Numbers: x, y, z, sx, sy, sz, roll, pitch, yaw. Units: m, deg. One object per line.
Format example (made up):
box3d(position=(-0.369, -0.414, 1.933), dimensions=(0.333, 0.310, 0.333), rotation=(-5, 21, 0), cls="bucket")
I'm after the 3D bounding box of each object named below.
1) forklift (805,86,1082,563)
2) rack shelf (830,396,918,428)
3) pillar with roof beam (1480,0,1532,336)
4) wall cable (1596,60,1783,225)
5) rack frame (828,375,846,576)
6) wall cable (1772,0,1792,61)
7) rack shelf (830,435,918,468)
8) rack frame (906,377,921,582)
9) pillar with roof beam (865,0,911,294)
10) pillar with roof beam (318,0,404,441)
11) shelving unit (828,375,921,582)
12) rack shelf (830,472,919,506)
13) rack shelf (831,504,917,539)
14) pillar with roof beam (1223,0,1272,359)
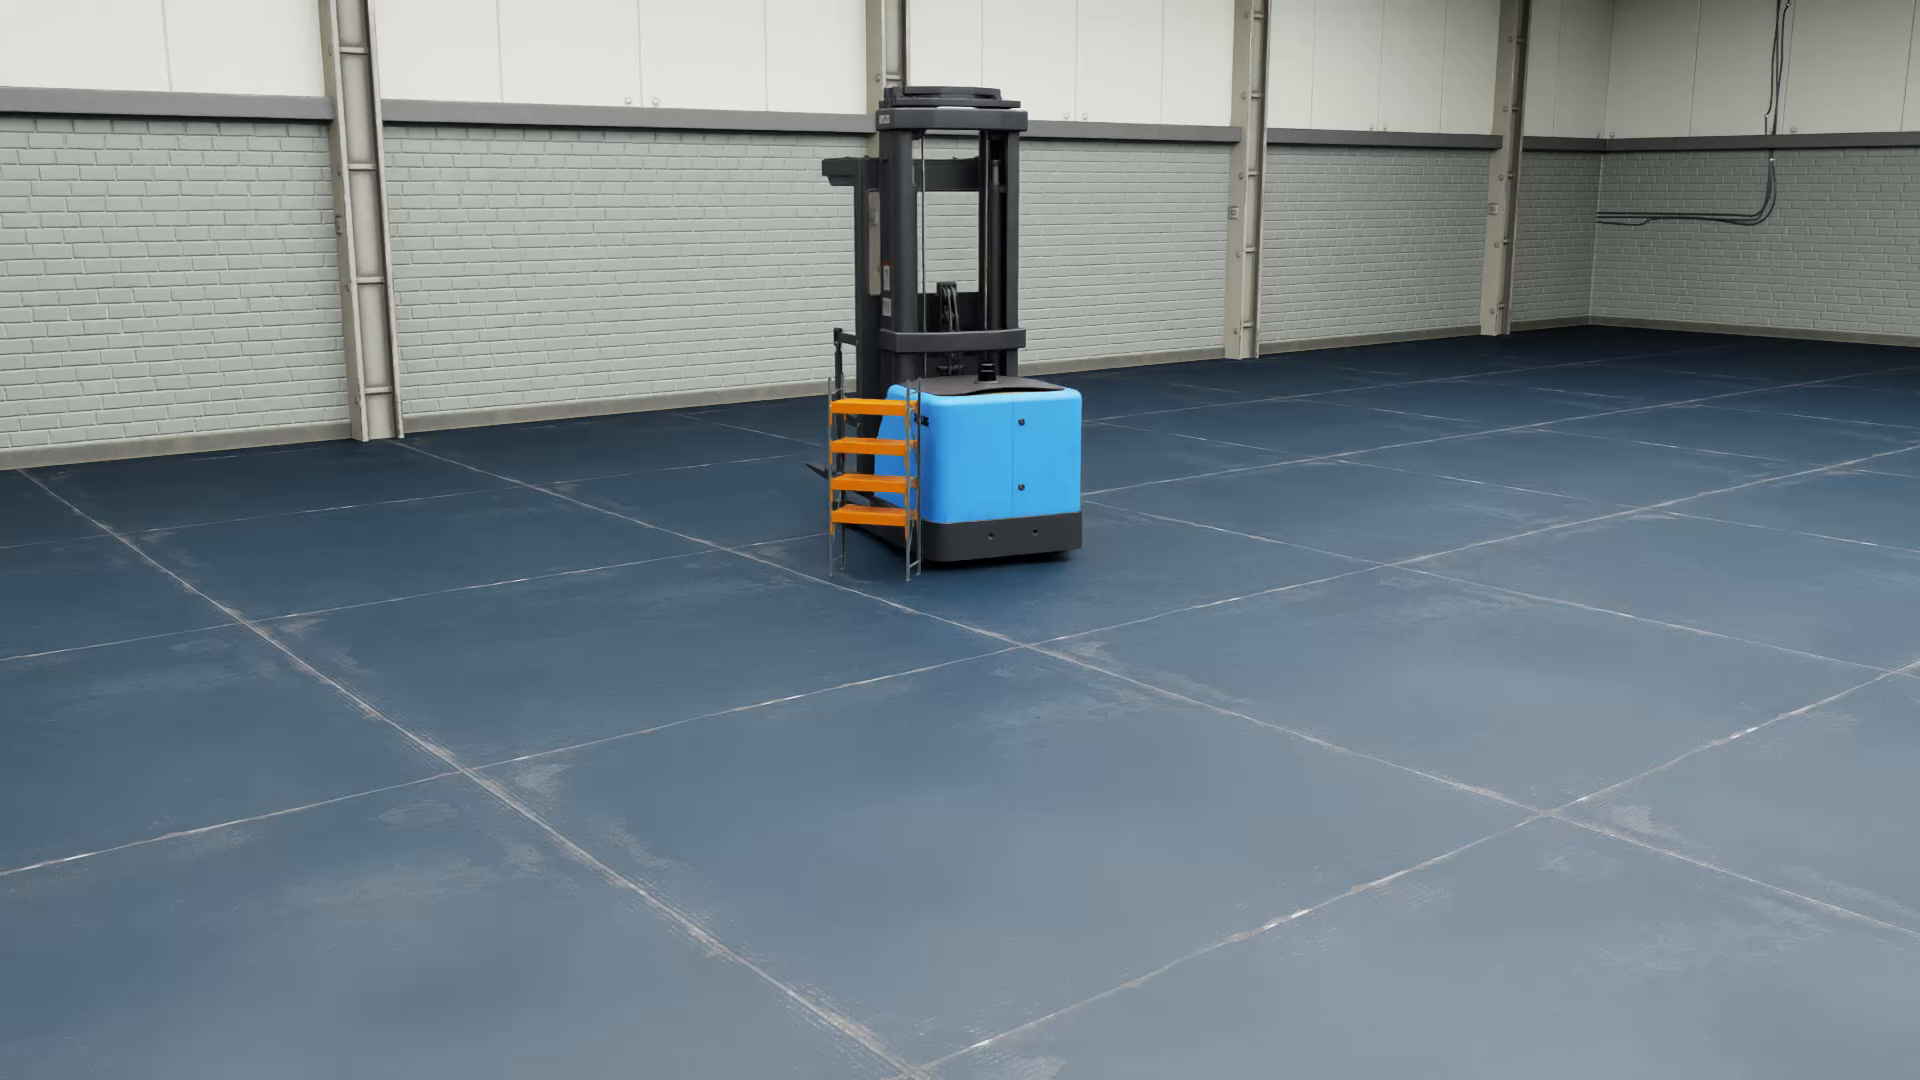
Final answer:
box3d(position=(-0.281, -1.554, 11.393), dimensions=(1.130, 2.935, 3.031), rotation=(-5, 13, -23), cls="forklift")
box3d(position=(-0.508, -0.763, 9.926), dimensions=(0.480, 0.148, 0.258), rotation=(3, 11, 16), cls="rack shelf")
box3d(position=(11.259, -7.004, 22.450), dimensions=(0.400, 9.000, 9.100), rotation=(-9, 15, -38), cls="pillar with roof beam")
box3d(position=(11.696, -6.351, 26.851), dimensions=(0.112, 2.526, 3.097), rotation=(-9, 15, -38), cls="wall cable")
box3d(position=(-0.745, -0.391, 10.065), dimensions=(0.015, 1.200, 0.240), rotation=(3, 11, 16), cls="rack frame")
box3d(position=(13.386, -8.383, 24.260), dimensions=(0.112, 2.526, 3.097), rotation=(-9, 15, -38), cls="wall cable")
box3d(position=(-0.510, -0.530, 9.970), dimensions=(0.480, 0.148, 0.258), rotation=(3, 11, 16), cls="rack shelf")
box3d(position=(-0.277, -0.362, 9.932), dimensions=(0.015, 1.200, 0.240), rotation=(3, 11, 16), cls="rack frame")
box3d(position=(1.888, -5.447, 15.117), dimensions=(0.400, 9.000, 9.100), rotation=(-9, 15, -38), cls="pillar with roof beam")
box3d(position=(-2.797, -4.669, 11.450), dimensions=(0.400, 9.000, 9.100), rotation=(-9, 15, -38), cls="pillar with roof beam")
box3d(position=(-0.511, -0.377, 9.999), dimensions=(0.503, 1.200, 0.258), rotation=(3, 11, 16), cls="shelving unit")
box3d(position=(-0.511, -0.311, 10.011), dimensions=(0.480, 0.148, 0.258), rotation=(3, 11, 16), cls="rack shelf")
box3d(position=(-0.513, -0.115, 10.048), dimensions=(0.480, 0.148, 0.258), rotation=(3, 11, 16), cls="rack shelf")
box3d(position=(6.574, -6.226, 18.783), dimensions=(0.400, 9.000, 9.100), rotation=(-9, 15, -38), cls="pillar with roof beam")
